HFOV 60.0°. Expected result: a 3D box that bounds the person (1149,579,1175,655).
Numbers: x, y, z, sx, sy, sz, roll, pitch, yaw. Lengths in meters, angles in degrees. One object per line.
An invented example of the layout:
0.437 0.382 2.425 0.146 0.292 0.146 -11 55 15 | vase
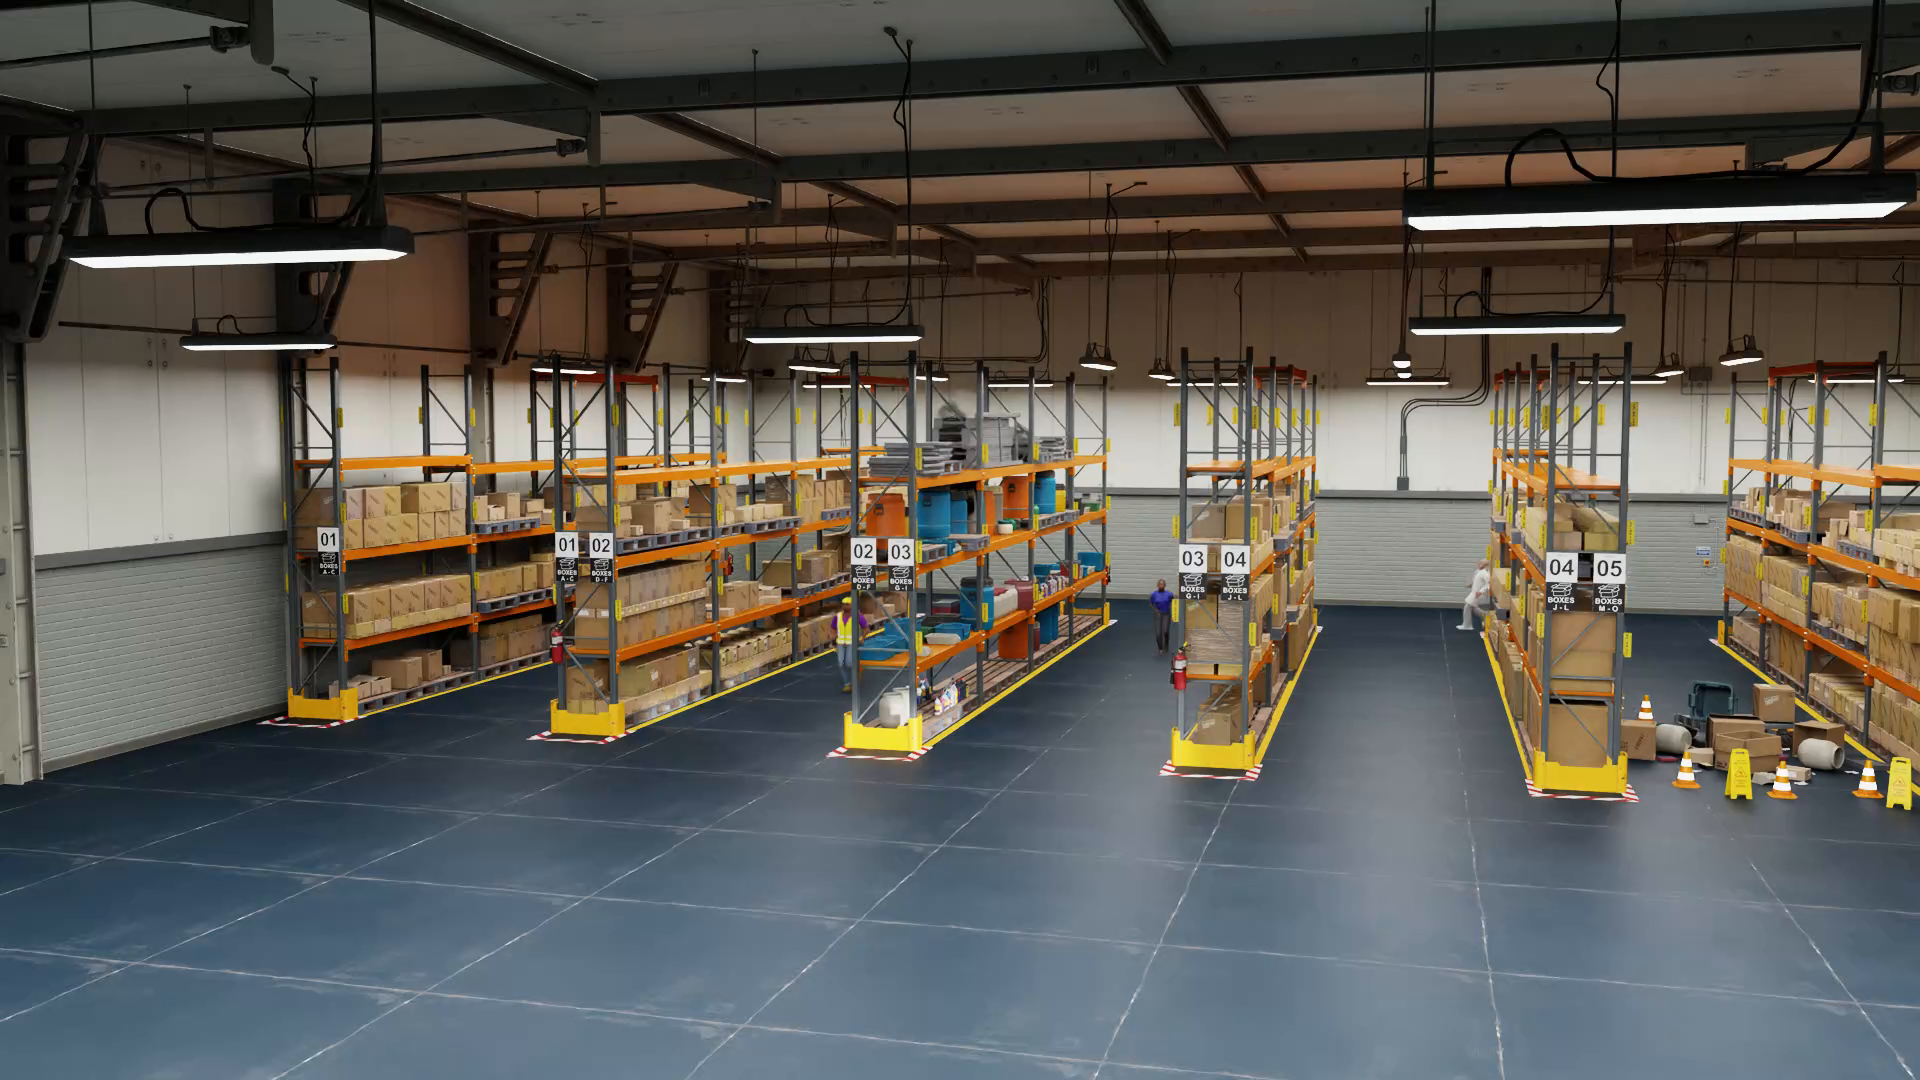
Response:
4.255 1.627 34.958 0.551 1.611 0.663 1 4 9 | person

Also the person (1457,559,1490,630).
12.120 1.329 39.032 0.826 1.611 0.782 1 4 11 | person

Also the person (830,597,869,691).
-2.064 1.909 30.472 0.700 1.723 0.582 1 4 14 | person
